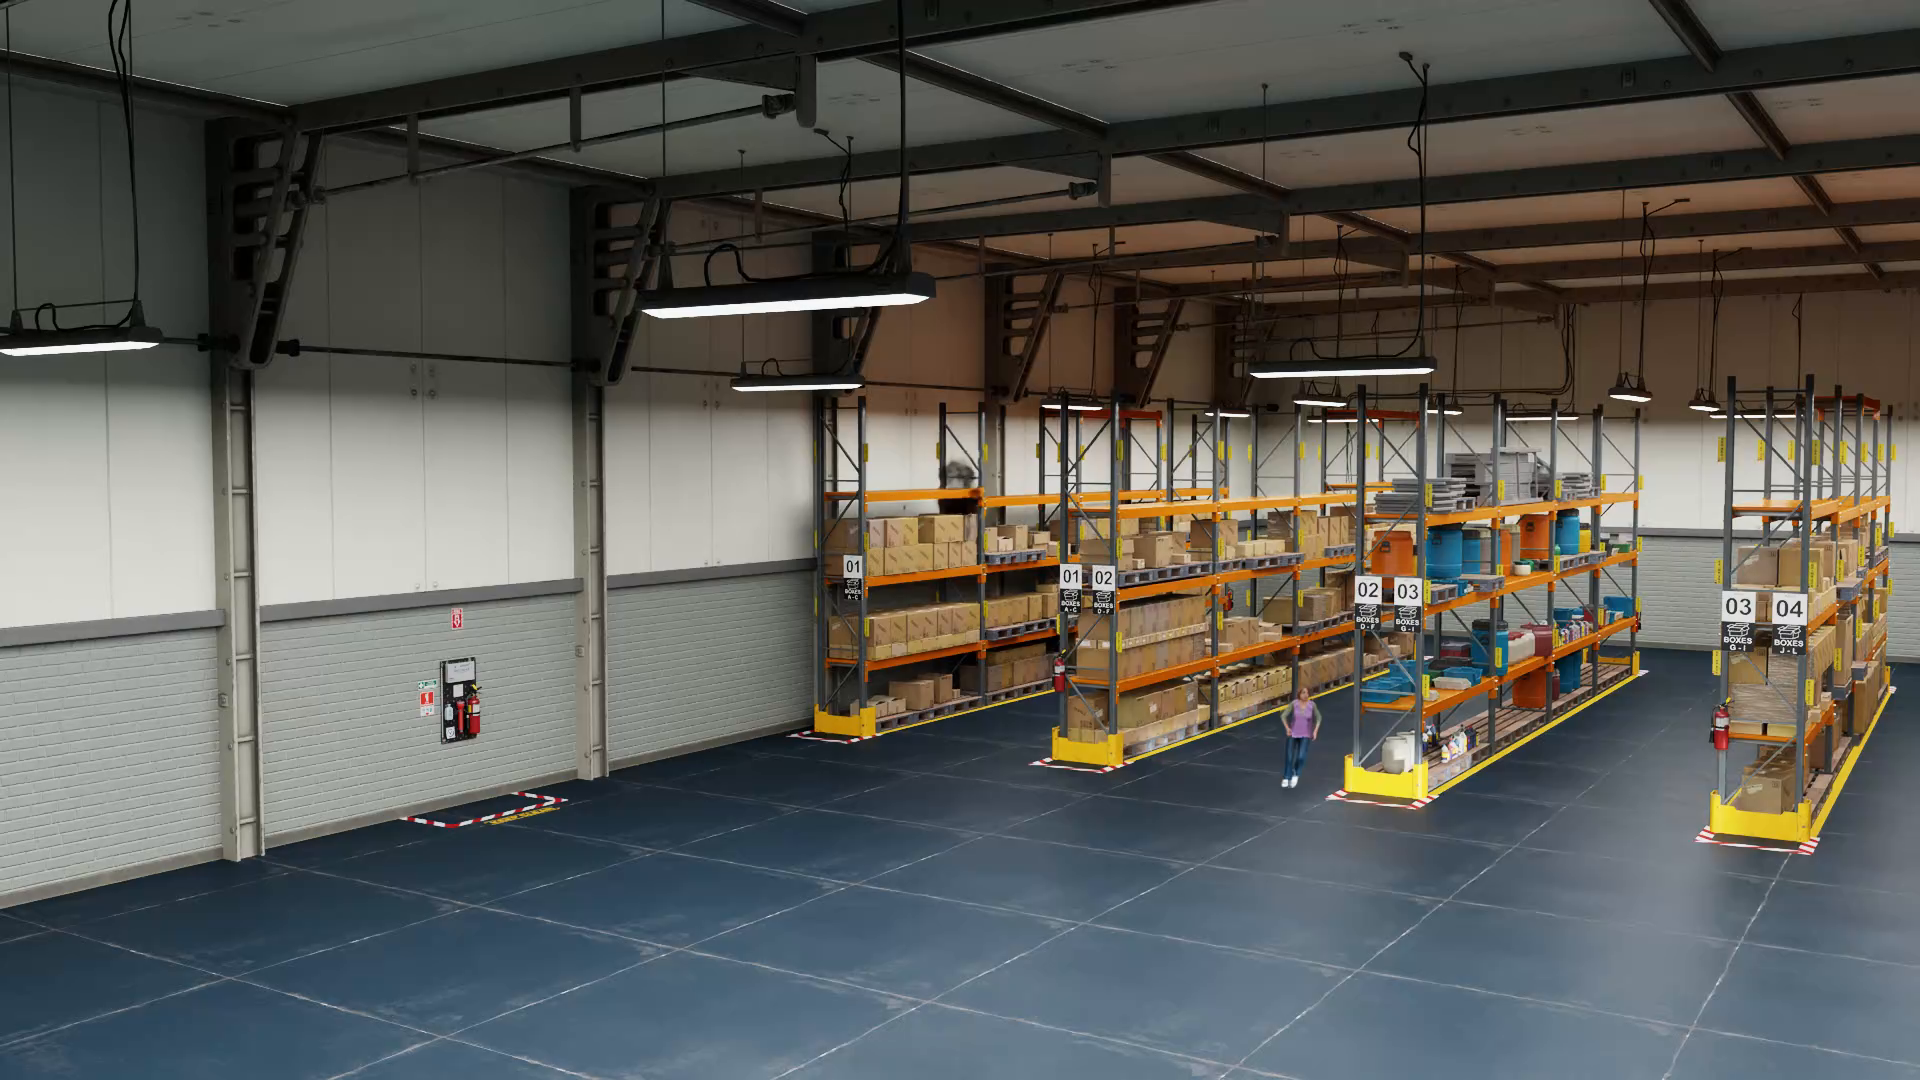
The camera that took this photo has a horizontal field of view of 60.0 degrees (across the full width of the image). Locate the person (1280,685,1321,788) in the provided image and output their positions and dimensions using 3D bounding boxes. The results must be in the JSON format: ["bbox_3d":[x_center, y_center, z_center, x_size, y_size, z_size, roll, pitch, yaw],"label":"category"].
[{"bbox_3d":[5.049,2.926,24.677,0.601,1.545,0.556,1,3,14],"label":"person"}]
